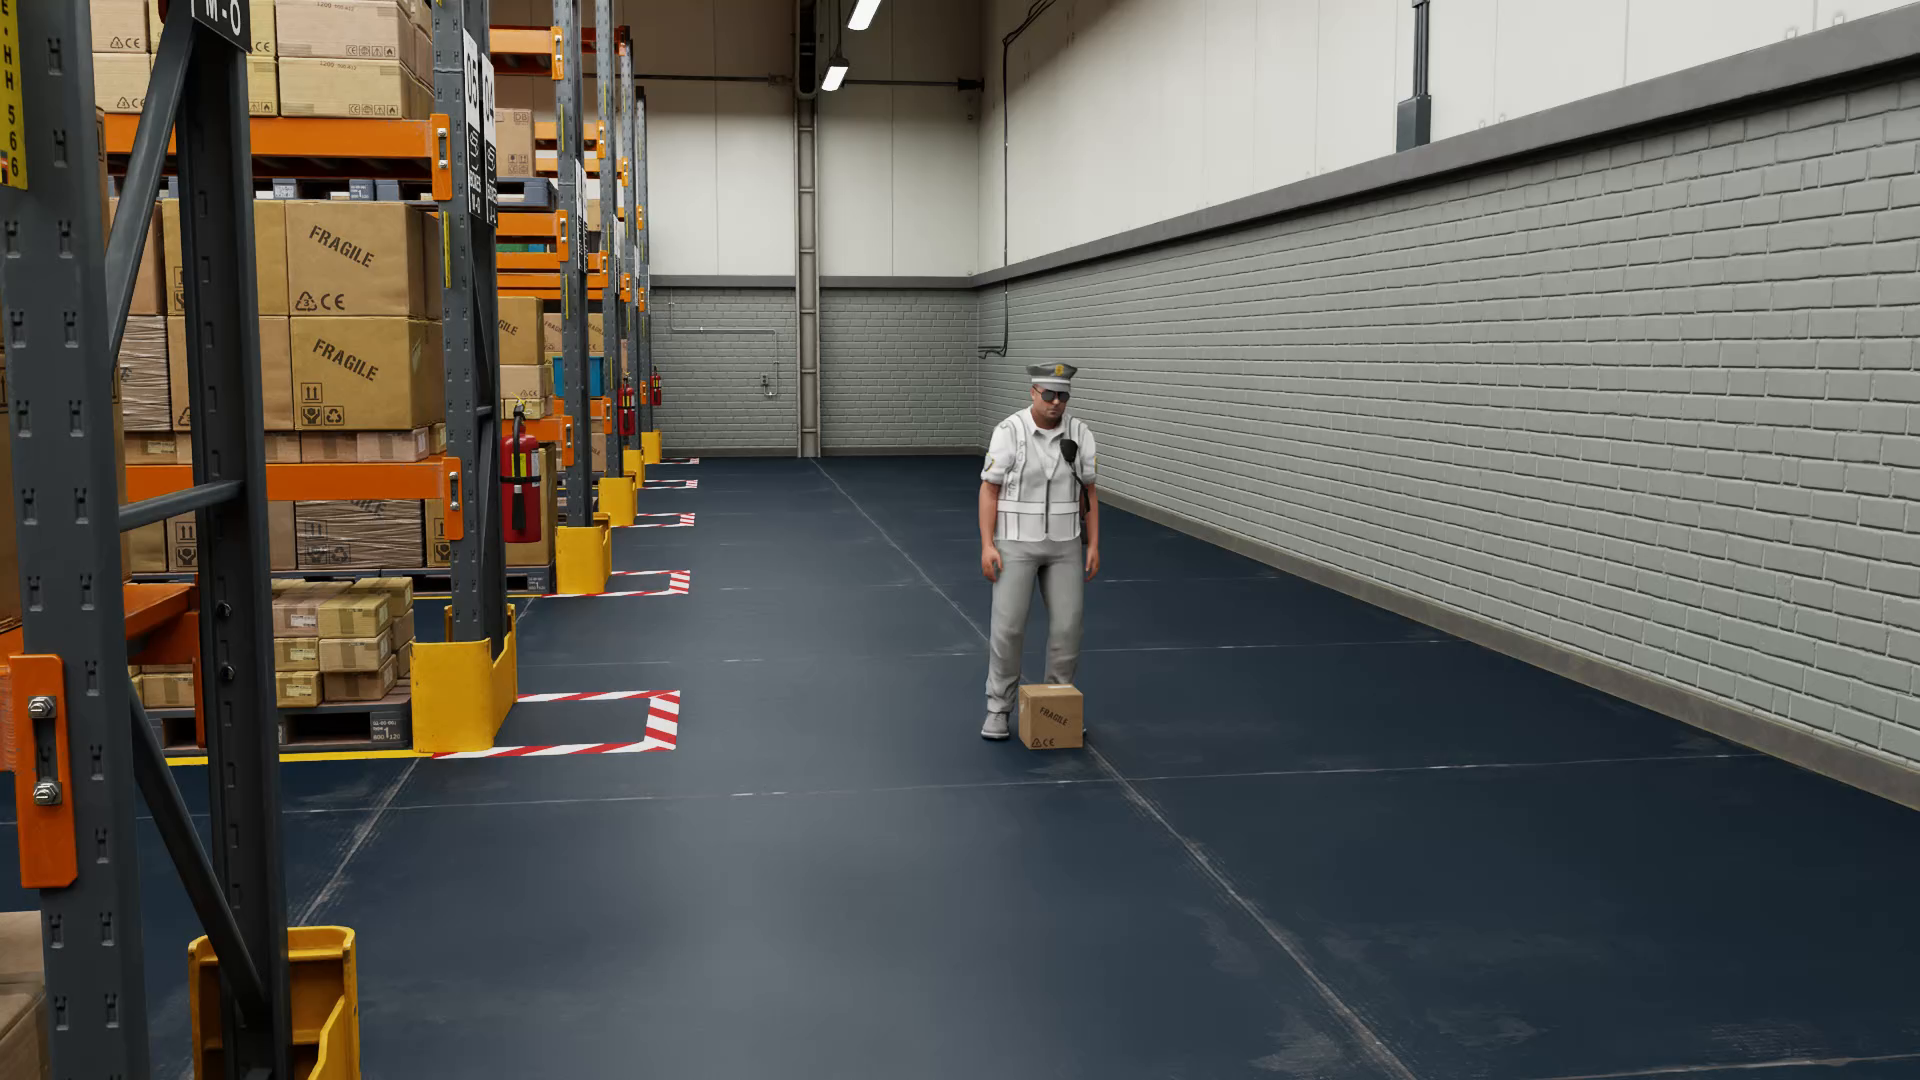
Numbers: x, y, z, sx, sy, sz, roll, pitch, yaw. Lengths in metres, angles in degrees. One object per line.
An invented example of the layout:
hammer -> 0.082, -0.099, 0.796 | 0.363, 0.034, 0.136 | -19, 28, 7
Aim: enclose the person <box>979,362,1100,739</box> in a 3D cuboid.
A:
person -> 0.371, 0.037, 7.854 | 0.601, 1.747, 0.441 | -1, 7, -12
